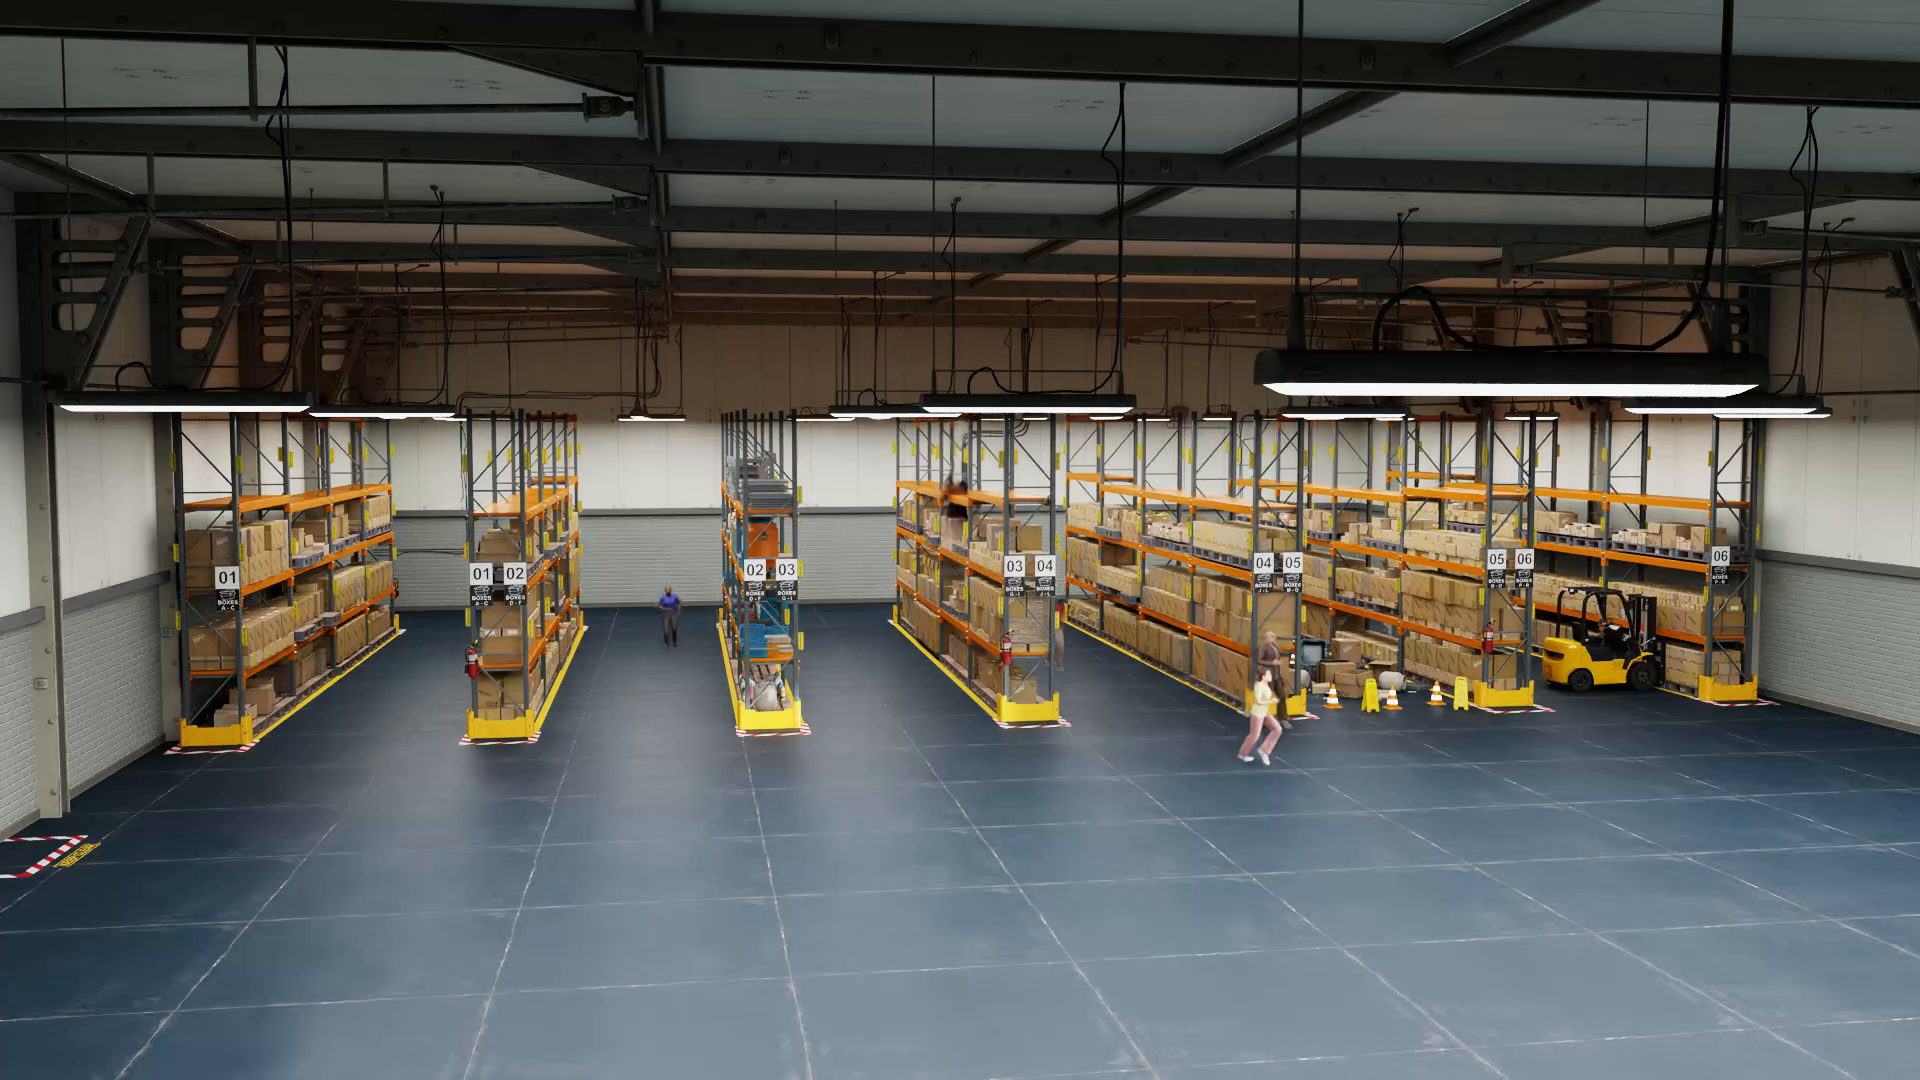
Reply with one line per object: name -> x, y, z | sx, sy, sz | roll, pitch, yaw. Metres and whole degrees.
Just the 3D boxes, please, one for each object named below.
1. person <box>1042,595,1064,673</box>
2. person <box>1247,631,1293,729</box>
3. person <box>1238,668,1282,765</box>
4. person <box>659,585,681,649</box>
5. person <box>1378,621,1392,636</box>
person -> 2.161, 2.158, 38.614 | 0.617, 1.788, 0.882 | -1, 4, -15
person -> 5.847, 2.633, 31.408 | 0.710, 1.827, 0.917 | -4, 5, -41
person -> 5.019, 2.942, 27.855 | 0.777, 1.647, 0.605 | 2, 5, 31
person -> -7.344, 1.960, 42.151 | 0.569, 1.627, 0.655 | -1, 4, -15
person -> 11.482, 1.712, 45.011 | 0.687, 1.738, 0.546 | -1, 4, -18
